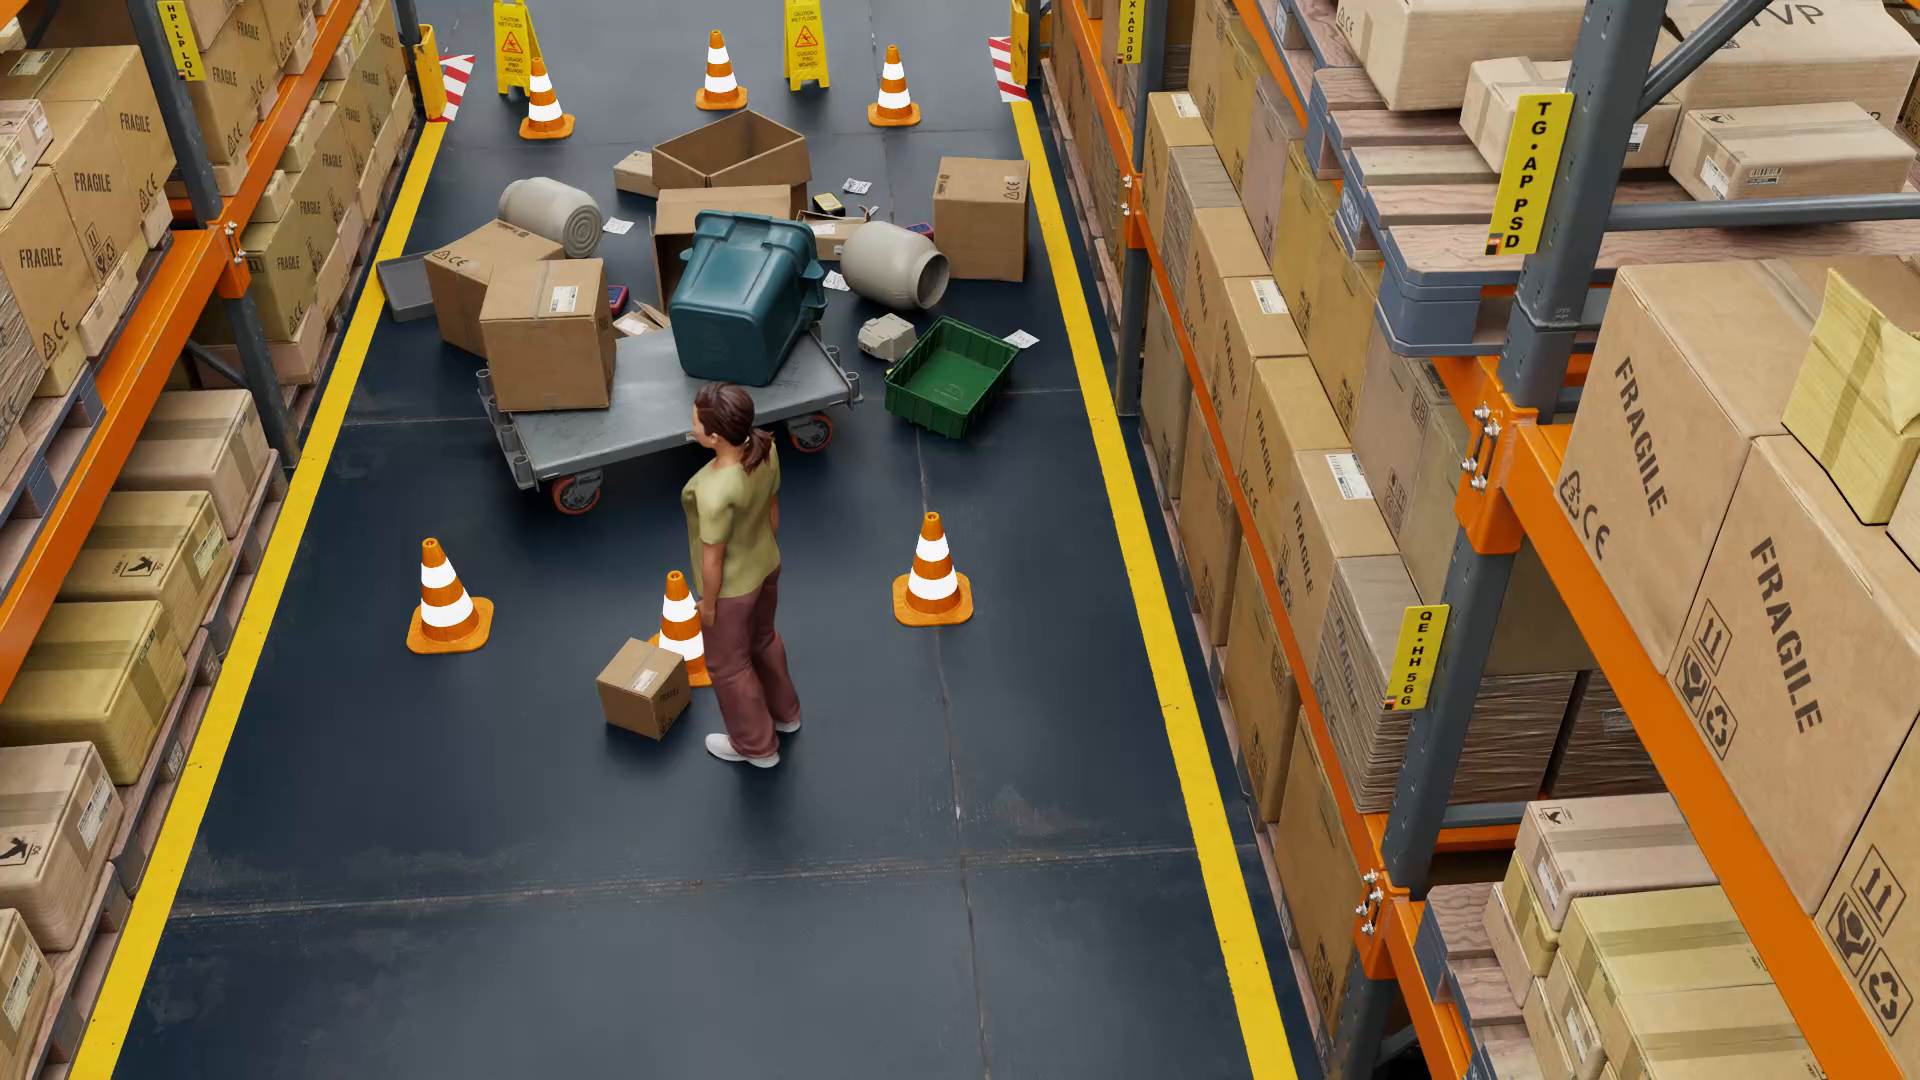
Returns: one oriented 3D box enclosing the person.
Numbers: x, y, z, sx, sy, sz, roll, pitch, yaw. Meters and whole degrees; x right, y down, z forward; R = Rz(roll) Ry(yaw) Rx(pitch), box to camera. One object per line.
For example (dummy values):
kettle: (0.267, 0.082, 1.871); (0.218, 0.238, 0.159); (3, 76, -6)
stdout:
person: (-0.797, 0.141, 5.990); (0.370, 1.668, 0.440); (17, 42, 20)
